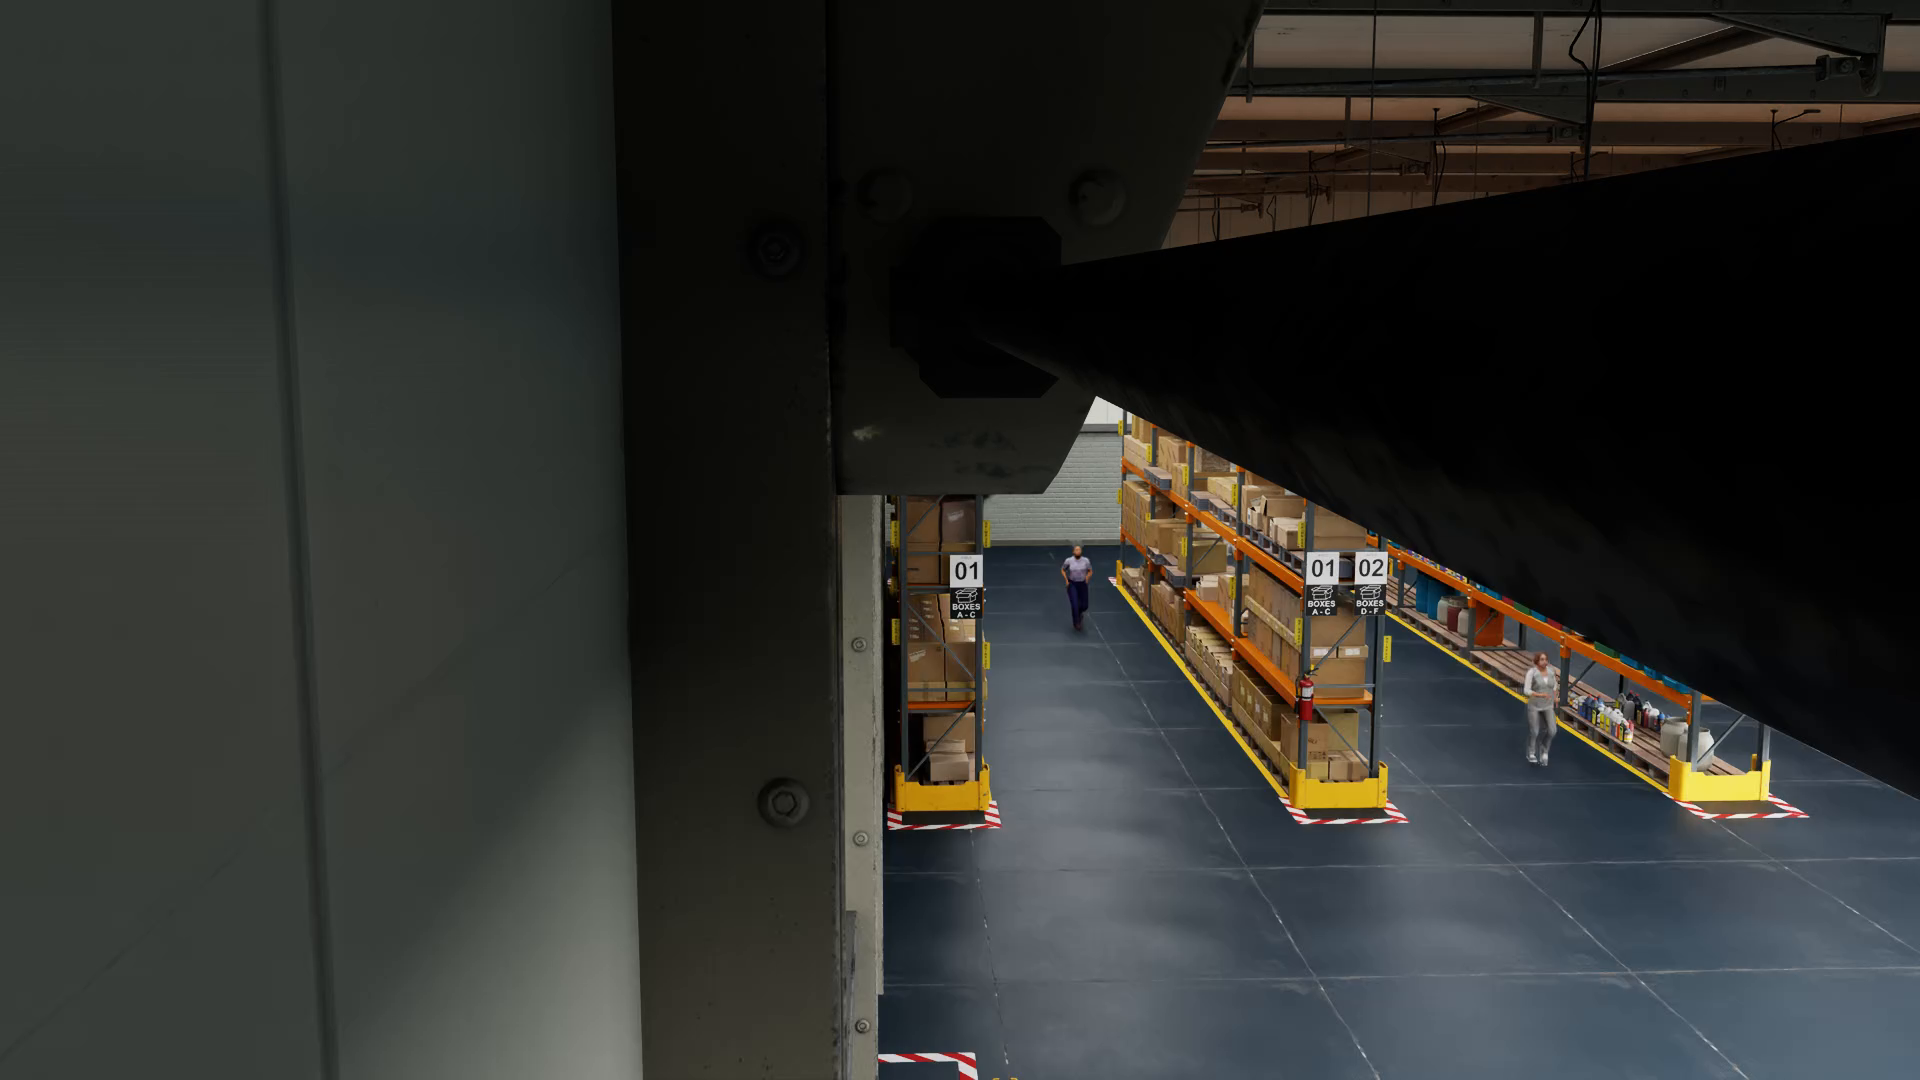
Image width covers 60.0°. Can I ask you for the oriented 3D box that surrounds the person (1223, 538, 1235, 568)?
[{"bbox_3d":[5.802,0.101,36.433,0.706,1.785,0.860,-8,12,-43],"label":"person"}]

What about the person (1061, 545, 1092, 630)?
[{"bbox_3d":[2.225,0.879,31.666,0.603,1.604,0.621,-1,8,-7],"label":"person"}]

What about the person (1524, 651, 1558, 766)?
[{"bbox_3d":[7.801,2.265,22.292,0.512,1.568,0.636,0,8,0],"label":"person"}]
